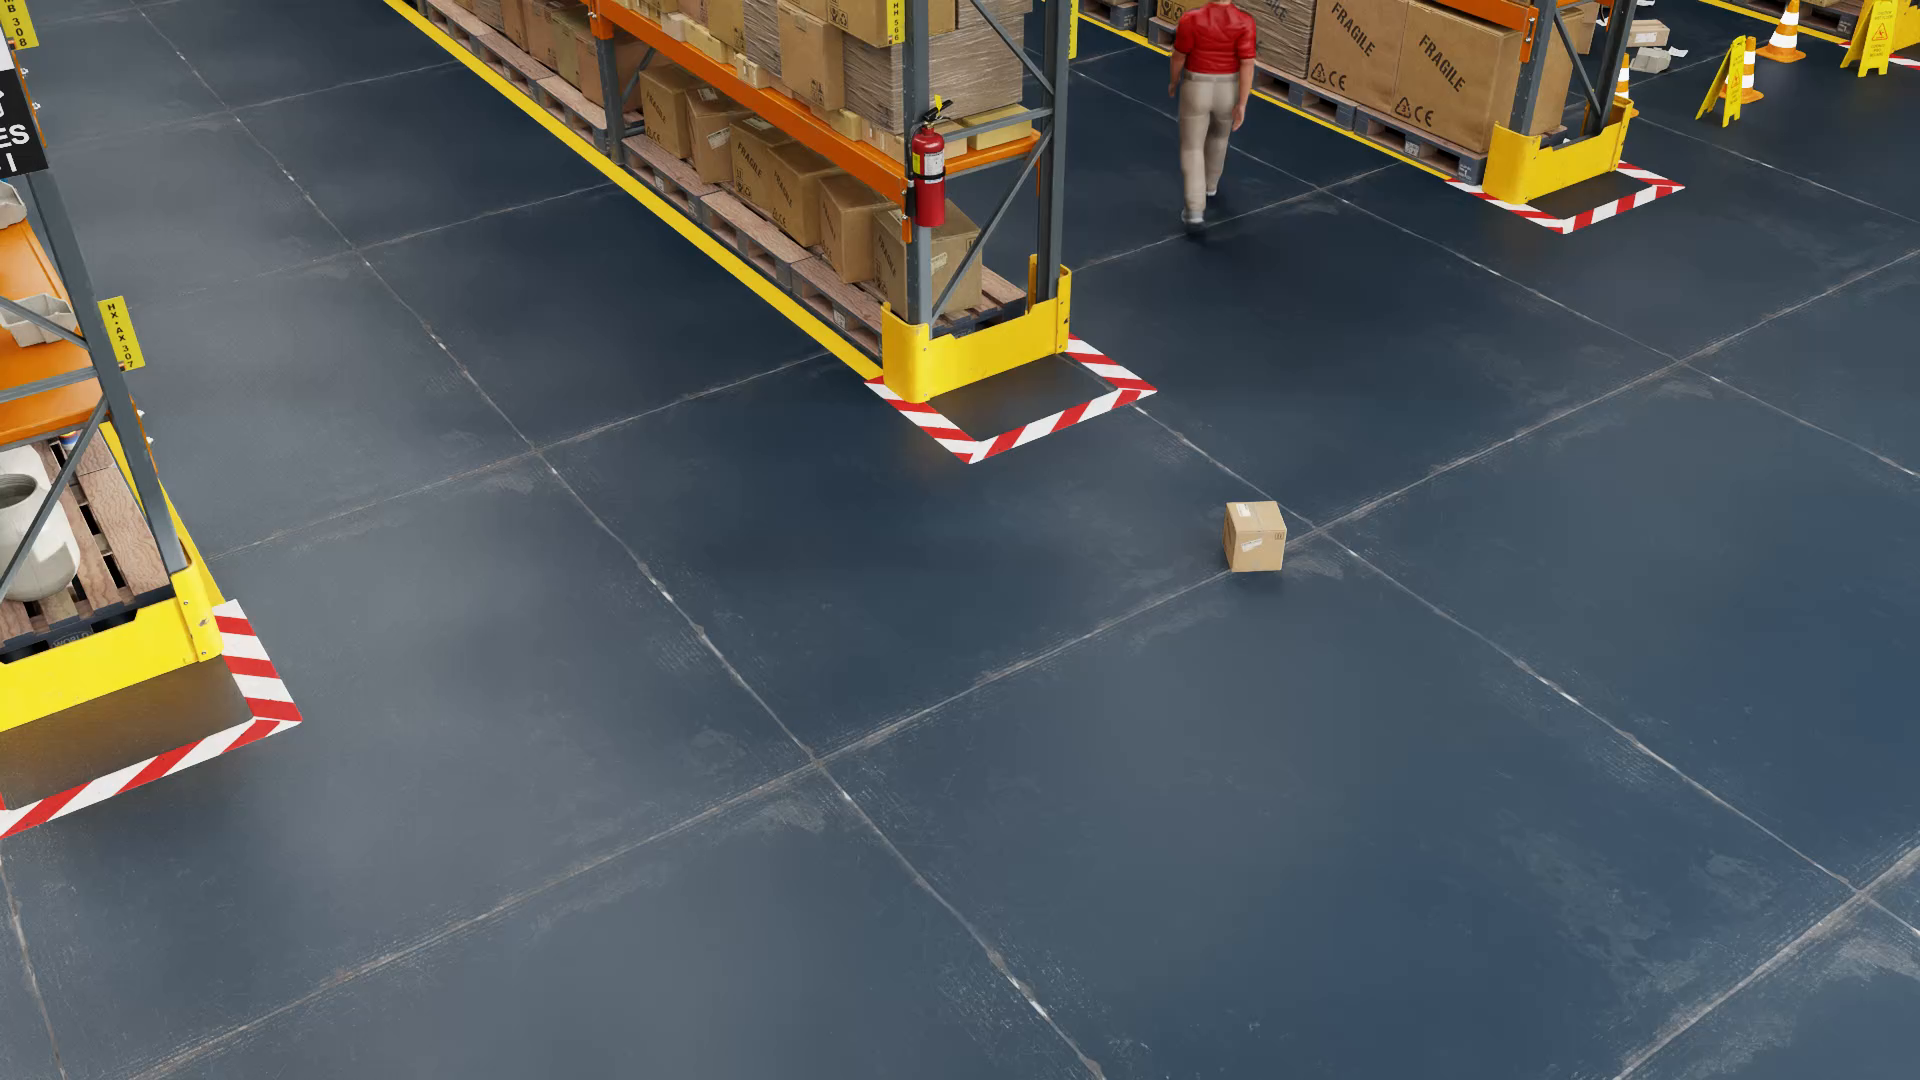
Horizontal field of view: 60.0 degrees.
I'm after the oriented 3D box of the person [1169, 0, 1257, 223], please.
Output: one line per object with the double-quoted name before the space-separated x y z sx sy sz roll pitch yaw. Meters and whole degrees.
"person" 1.661 -3.002 11.132 0.532 1.673 1.014 0 36 0
